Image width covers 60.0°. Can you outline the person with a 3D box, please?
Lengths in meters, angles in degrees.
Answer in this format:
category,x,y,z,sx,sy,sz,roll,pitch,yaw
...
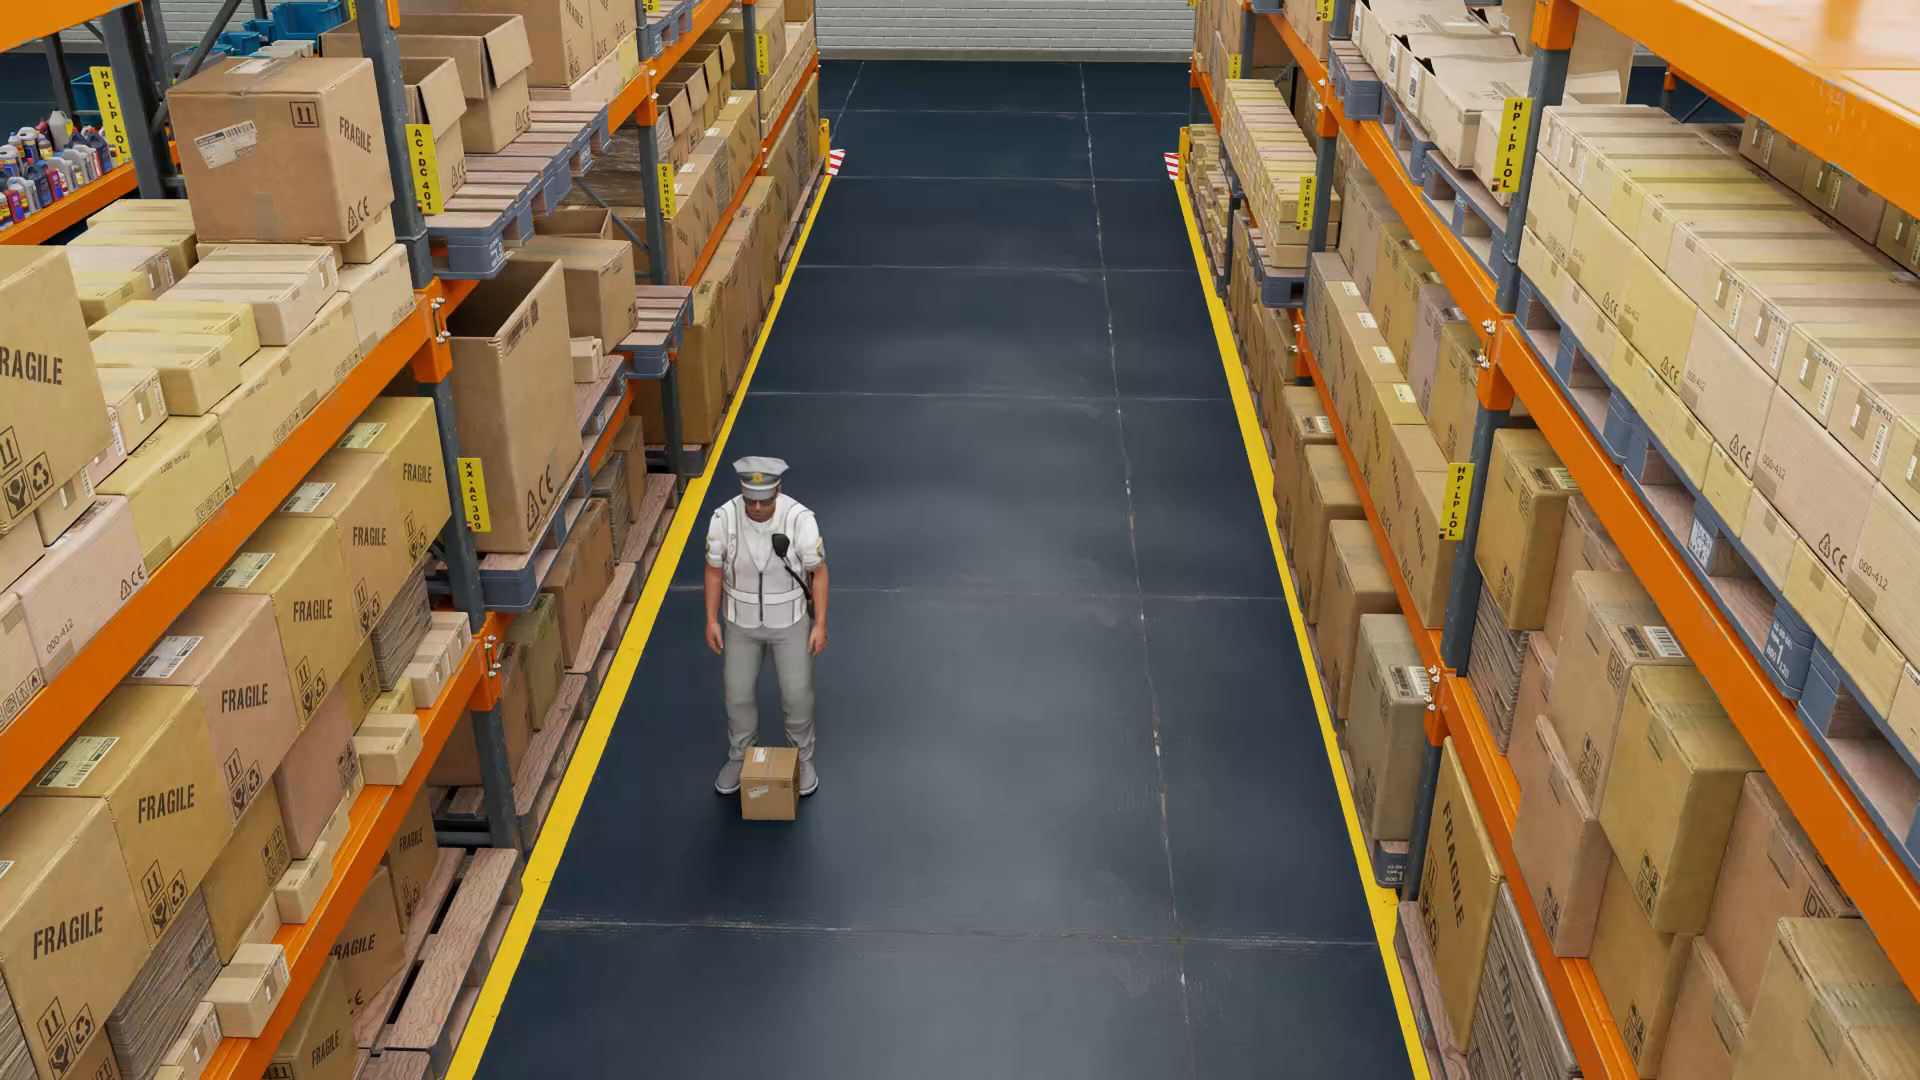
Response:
category,x,y,z,sx,sy,sz,roll,pitch,yaw
person,-0.913,0.380,7.893,0.586,1.748,0.439,1,28,2
